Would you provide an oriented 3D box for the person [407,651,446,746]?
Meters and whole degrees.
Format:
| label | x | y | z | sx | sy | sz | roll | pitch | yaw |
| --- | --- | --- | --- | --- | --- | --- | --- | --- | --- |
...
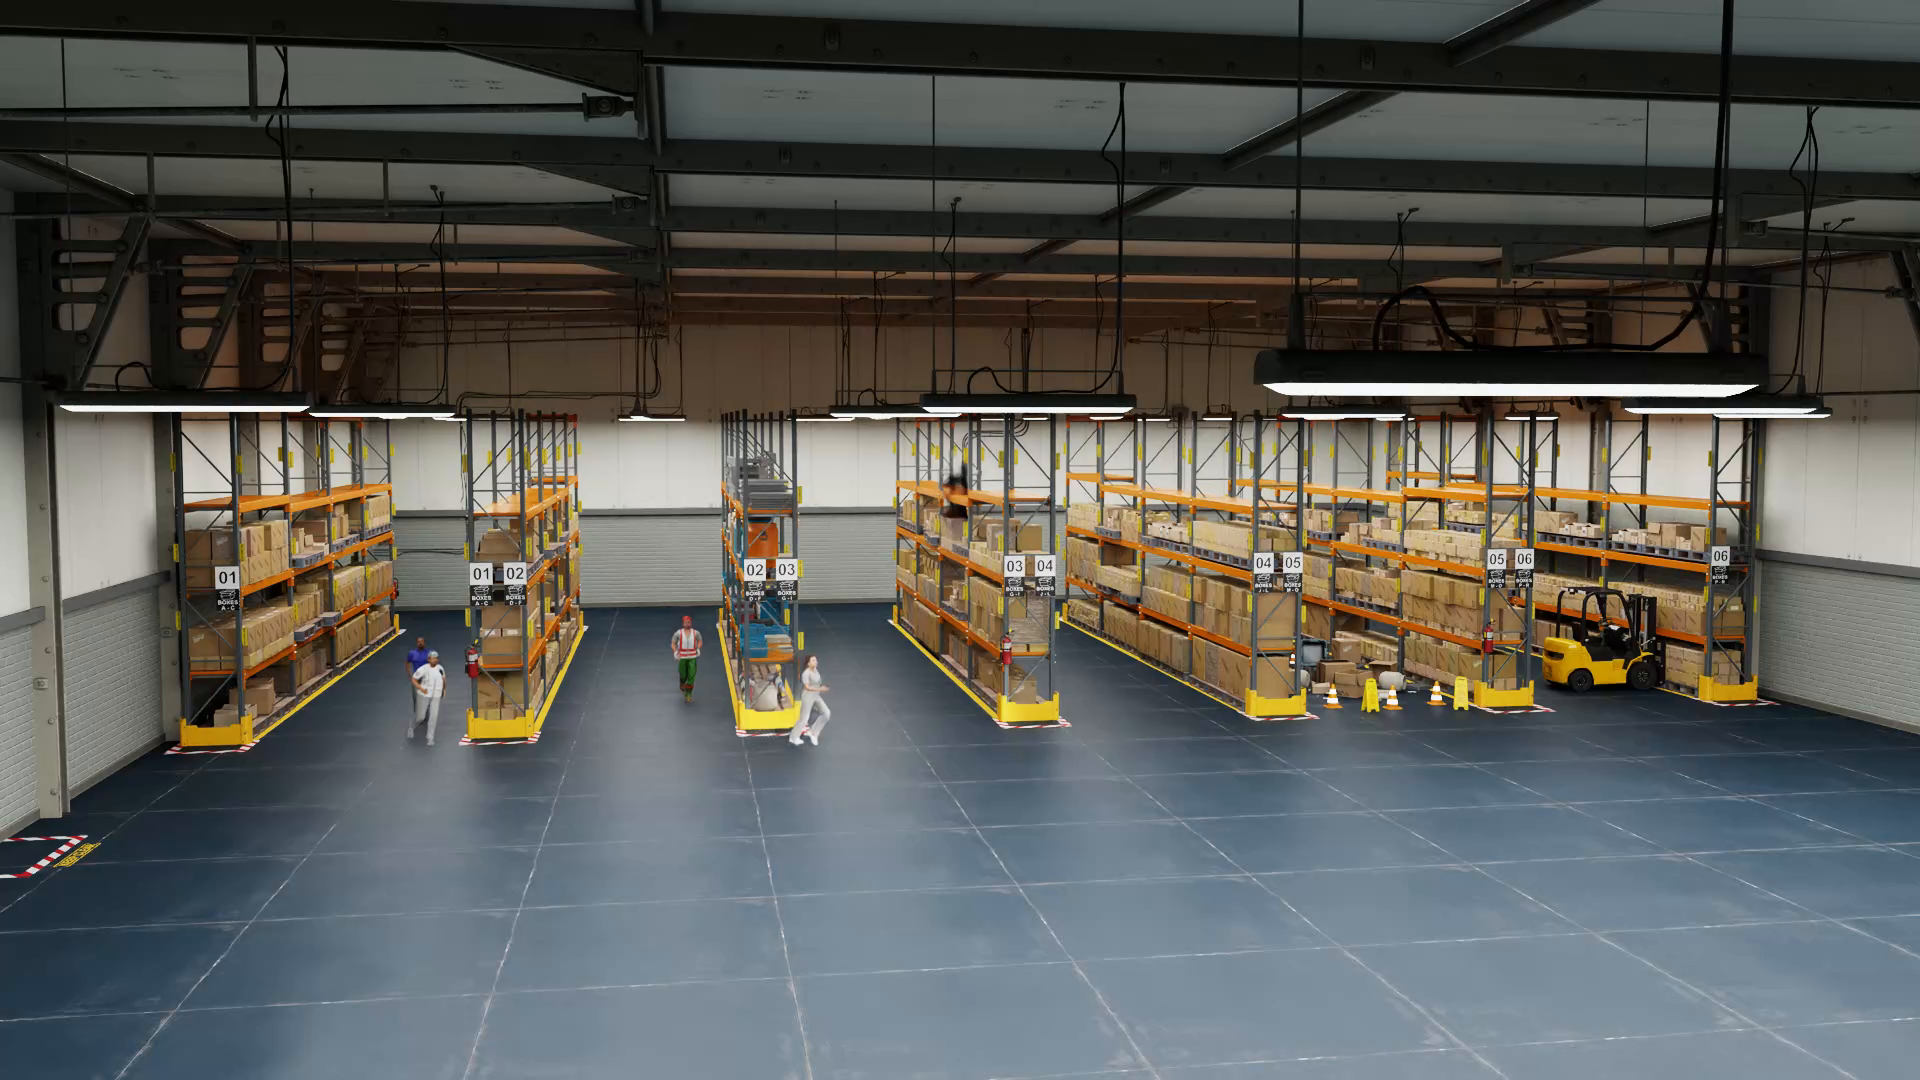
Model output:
| label | x | y | z | sx | sy | sz | roll | pitch | yaw |
| --- | --- | --- | --- | --- | --- | --- | --- | --- | --- |
| person | -9.523 | 2.822 | 29.917 | 0.682 | 1.629 | 0.885 | -3 | 5 | -38 |

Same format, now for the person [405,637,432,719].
| label | x | y | z | sx | sy | sz | roll | pitch | yaw |
| --- | --- | --- | --- | --- | --- | --- | --- | --- | --- |
| person | -10.412 | 2.674 | 32.105 | 0.573 | 1.609 | 0.556 | -1 | 4 | -16 |

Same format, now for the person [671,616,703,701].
| label | x | y | z | sx | sy | sz | roll | pitch | yaw |
| --- | --- | --- | --- | --- | --- | --- | --- | --- | --- |
| person | -5.658 | 2.445 | 34.557 | 0.656 | 1.749 | 0.704 | -1 | 4 | -16 |

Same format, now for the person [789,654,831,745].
| label | x | y | z | sx | sy | sz | roll | pitch | yaw |
| --- | --- | --- | --- | --- | --- | --- | --- | --- | --- |
| person | -2.635 | 2.827 | 29.470 | 0.827 | 1.631 | 0.574 | 2 | 5 | 31 |
